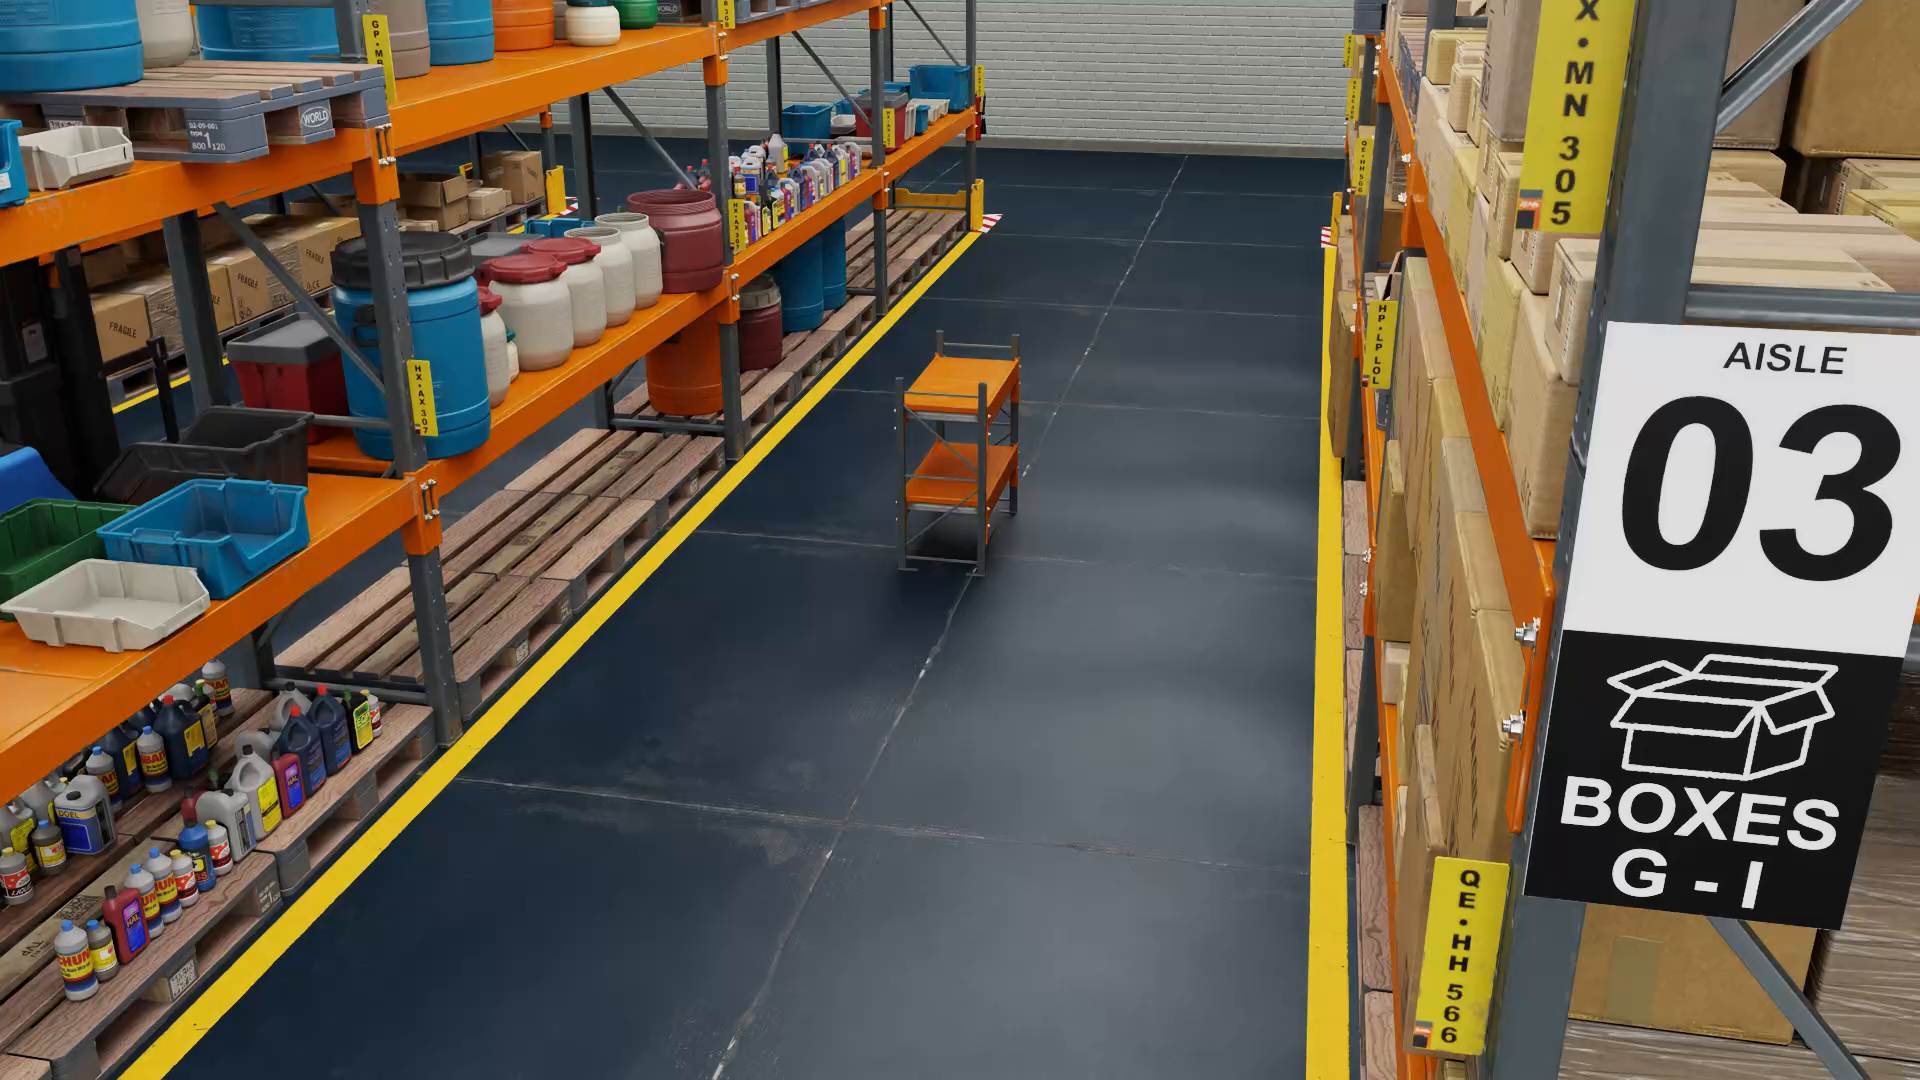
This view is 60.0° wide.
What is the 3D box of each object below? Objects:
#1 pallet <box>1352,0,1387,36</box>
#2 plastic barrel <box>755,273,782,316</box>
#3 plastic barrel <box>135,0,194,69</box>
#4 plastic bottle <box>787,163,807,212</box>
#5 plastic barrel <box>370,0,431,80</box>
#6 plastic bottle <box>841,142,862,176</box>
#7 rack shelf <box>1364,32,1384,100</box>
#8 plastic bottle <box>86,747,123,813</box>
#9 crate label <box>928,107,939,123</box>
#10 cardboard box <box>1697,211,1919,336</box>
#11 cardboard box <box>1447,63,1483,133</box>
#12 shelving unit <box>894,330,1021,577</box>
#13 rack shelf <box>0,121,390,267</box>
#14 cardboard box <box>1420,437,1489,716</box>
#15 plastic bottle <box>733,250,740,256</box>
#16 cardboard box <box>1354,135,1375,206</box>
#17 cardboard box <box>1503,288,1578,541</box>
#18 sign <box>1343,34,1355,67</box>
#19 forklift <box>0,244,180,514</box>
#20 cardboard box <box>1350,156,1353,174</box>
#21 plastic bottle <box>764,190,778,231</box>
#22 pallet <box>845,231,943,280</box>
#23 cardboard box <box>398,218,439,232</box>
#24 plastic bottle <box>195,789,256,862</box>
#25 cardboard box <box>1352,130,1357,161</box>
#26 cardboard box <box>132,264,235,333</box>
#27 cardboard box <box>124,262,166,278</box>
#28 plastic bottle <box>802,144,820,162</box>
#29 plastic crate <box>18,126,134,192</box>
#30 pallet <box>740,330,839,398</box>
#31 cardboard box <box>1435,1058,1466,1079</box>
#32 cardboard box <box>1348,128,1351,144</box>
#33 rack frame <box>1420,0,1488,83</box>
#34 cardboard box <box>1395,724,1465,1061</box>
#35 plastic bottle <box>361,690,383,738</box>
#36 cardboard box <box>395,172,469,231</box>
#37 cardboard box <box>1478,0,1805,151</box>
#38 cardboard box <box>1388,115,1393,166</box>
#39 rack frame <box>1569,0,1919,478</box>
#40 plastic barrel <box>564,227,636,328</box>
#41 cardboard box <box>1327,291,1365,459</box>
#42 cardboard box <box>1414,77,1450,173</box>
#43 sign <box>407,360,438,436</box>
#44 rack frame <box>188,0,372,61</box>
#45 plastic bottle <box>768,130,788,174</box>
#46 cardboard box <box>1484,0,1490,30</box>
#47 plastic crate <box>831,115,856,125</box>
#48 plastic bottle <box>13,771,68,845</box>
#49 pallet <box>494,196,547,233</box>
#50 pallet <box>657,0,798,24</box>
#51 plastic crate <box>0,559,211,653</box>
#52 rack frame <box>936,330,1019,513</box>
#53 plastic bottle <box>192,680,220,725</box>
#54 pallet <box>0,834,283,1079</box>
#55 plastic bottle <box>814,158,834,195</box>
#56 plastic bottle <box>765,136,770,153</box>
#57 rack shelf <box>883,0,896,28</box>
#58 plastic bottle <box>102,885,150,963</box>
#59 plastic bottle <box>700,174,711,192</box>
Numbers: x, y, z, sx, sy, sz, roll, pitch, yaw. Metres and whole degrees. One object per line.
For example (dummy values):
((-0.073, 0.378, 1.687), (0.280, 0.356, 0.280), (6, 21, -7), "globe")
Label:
((2.966, -3.137, 9.866), (1.213, 0.211, 1.003), (6, 23, 13), "pallet")
((-1.621, -1.819, 13.123), (0.421, 0.512, 0.421), (0, 22, 0), "plastic barrel")
((-3.059, -2.004, 6.088), (0.421, 0.512, 0.421), (0, 22, 0), "plastic barrel")
((-1.238, -2.648, 12.478), (0.144, 0.351, 0.185), (4, 22, 11), "plastic bottle")
((-2.754, -2.574, 7.544), (0.600, 0.901, 0.600), (0, 22, 0), "plastic barrel")
((-0.910, -3.208, 13.970), (0.152, 0.276, 0.135), (4, 22, 11), "plastic bottle")
((3.295, -3.383, 11.186), (1.077, 0.370, 4.000), (4, 22, 11), "rack shelf")
((-3.381, 0.942, 6.562), (0.097, 0.271, 0.097), (0, 22, 0), "plastic bottle")
((-0.425, -4.282, 16.743), (0.396, 0.136, 0.243), (4, 22, 11), "crate label")
((1.173, -0.387, 2.450), (0.380, 0.149, 0.250), (4, 22, 9), "cardboard box")
((1.491, -1.158, 4.367), (0.380, 0.149, 0.250), (4, 22, 10), "cardboard box")
((0.001, -0.524, 9.650), (0.538, 1.125, 1.048), (4, 22, 11), "shelving unit")
((-3.187, -0.835, 4.859), (1.077, 0.370, 4.000), (4, 22, 11), "rack shelf")
((1.325, 0.098, 3.725), (0.500, 0.500, 0.500), (4, 22, 11), "cardboard box")
((-1.558, -2.048, 11.088), (0.152, 0.276, 0.135), (4, 22, 11), "plastic bottle")
((3.262, -2.770, 12.583), (0.500, 0.500, 0.500), (4, 22, 11), "cardboard box")
((1.104, -0.186, 2.485), (0.500, 0.250, 0.500), (5, 22, 12), "cardboard box")
((3.977, -5.002, 16.995), (0.100, 0.325, 0.005), (4, 22, 11), "sign")
((-4.844, -1.120, 8.712), (1.130, 2.935, 3.031), (5, 22, 12), "forklift")
((3.497, -3.171, 14.048), (0.380, 0.149, 0.250), (5, 22, 12), "cardboard box")
((-1.344, -2.350, 11.830), (0.061, 0.283, 0.133), (4, 22, 11), "plastic bottle")
((-0.787, -2.860, 16.673), (1.003, 0.211, 1.213), (4, 22, 11), "pallet")
((-5.530, -3.157, 16.882), (0.380, 0.166, 0.250), (4, 22, 11), "cardboard box")
((-2.770, 1.056, 6.274), (0.152, 0.276, 0.135), (5, 22, 12), "plastic bottle")
((3.536, -3.307, 13.851), (0.500, 0.250, 0.500), (4, 22, 10), "cardboard box")
((-6.229, -1.915, 13.350), (0.500, 0.500, 0.500), (4, 22, 10), "cardboard box")
((-6.744, -1.944, 13.423), (0.500, 0.500, 0.500), (4, 22, 9), "cardboard box")
((-1.192, -2.994, 13.338), (0.144, 0.351, 0.185), (4, 22, 11), "plastic bottle")
((-2.710, -1.160, 5.056), (0.243, 0.136, 0.396), (4, 22, 11), "plastic crate")
((-1.591, -1.414, 13.083), (1.003, 0.211, 1.213), (4, 22, 11), "pallet")
((1.162, 1.142, 3.340), (0.380, 0.149, 0.250), (4, 22, 11), "cardboard box")
((3.811, -3.736, 15.451), (0.380, 0.149, 0.250), (4, 22, 10), "cardboard box")
((2.070, -2.914, 5.043), (1.000, 3.000, 0.127), (4, 22, 11), "rack frame")
((1.378, 0.756, 3.428), (0.875, 0.500, 0.500), (4, 22, 11), "cardboard box")
((-2.547, 0.742, 7.153), (0.097, 0.201, 0.097), (0, 22, 0), "plastic bottle")
((-5.616, -3.547, 17.398), (0.797, 0.503, 0.637), (4, 22, 11), "cardboard box")
((1.323, -1.062, 3.259), (0.500, 0.500, 0.500), (4, 22, 11), "cardboard box")
((3.318, -2.856, 11.452), (0.797, 0.503, 0.637), (5, 23, 13), "cardboard box")
((1.254, -1.451, 1.411), (1.000, 3.000, 0.127), (4, 22, 11), "rack frame")
((-2.049, -1.477, 9.356), (0.421, 0.512, 0.421), (0, 22, 0), "plastic barrel")
((3.048, -1.054, 10.737), (1.225, 0.875, 0.875), (3, 22, 8), "cardboard box")
((1.728, -1.308, 5.271), (0.500, 0.250, 0.500), (4, 22, 9), "cardboard box")
((-2.242, -0.591, 6.935), (0.100, 0.325, 0.005), (4, 22, 11), "sign")
((-2.778, -3.291, 5.980), (1.000, 3.000, 0.127), (4, 22, 11), "rack frame")
((-1.543, -3.293, 14.080), (0.144, 0.351, 0.185), (4, 22, 11), "plastic bottle")
((2.263, -1.929, 5.914), (0.797, 0.503, 0.637), (3, 22, 8), "cardboard box")
((-1.085, -4.000, 16.042), (0.293, 0.136, 0.466), (4, 22, 11), "plastic crate")
((-3.475, 1.004, 6.302), (0.144, 0.351, 0.185), (4, 22, 10), "plastic bottle")
((-5.355, -3.663, 18.667), (1.003, 0.211, 1.213), (4, 22, 11), "pallet")
((-1.710, -3.548, 10.885), (1.003, 0.211, 1.213), (4, 22, 11), "pallet")
((-2.862, 0.227, 5.628), (0.530, 0.136, 0.437), (4, 22, 11), "plastic crate")
((0.105, -0.710, 10.111), (0.500, 1.125, 0.032), (4, 22, 11), "rack frame")
((-3.293, 0.706, 7.243), (0.097, 0.201, 0.097), (0, 22, 0), "plastic bottle")
((-3.203, 1.475, 5.909), (1.003, 0.211, 1.213), (4, 22, 11), "pallet")
((-1.088, -2.890, 13.180), (0.152, 0.276, 0.135), (4, 22, 11), "plastic bottle")
((-1.639, -3.279, 14.135), (0.061, 0.283, 0.133), (4, 22, 11), "plastic bottle")
((-0.738, -5.224, 15.756), (1.077, 0.370, 4.000), (4, 22, 11), "rack shelf")
((-2.856, 1.290, 5.684), (0.061, 0.283, 0.133), (5, 22, 12), "plastic bottle")
((-1.885, -2.572, 12.382), (0.061, 0.283, 0.133), (4, 22, 11), "plastic bottle")
